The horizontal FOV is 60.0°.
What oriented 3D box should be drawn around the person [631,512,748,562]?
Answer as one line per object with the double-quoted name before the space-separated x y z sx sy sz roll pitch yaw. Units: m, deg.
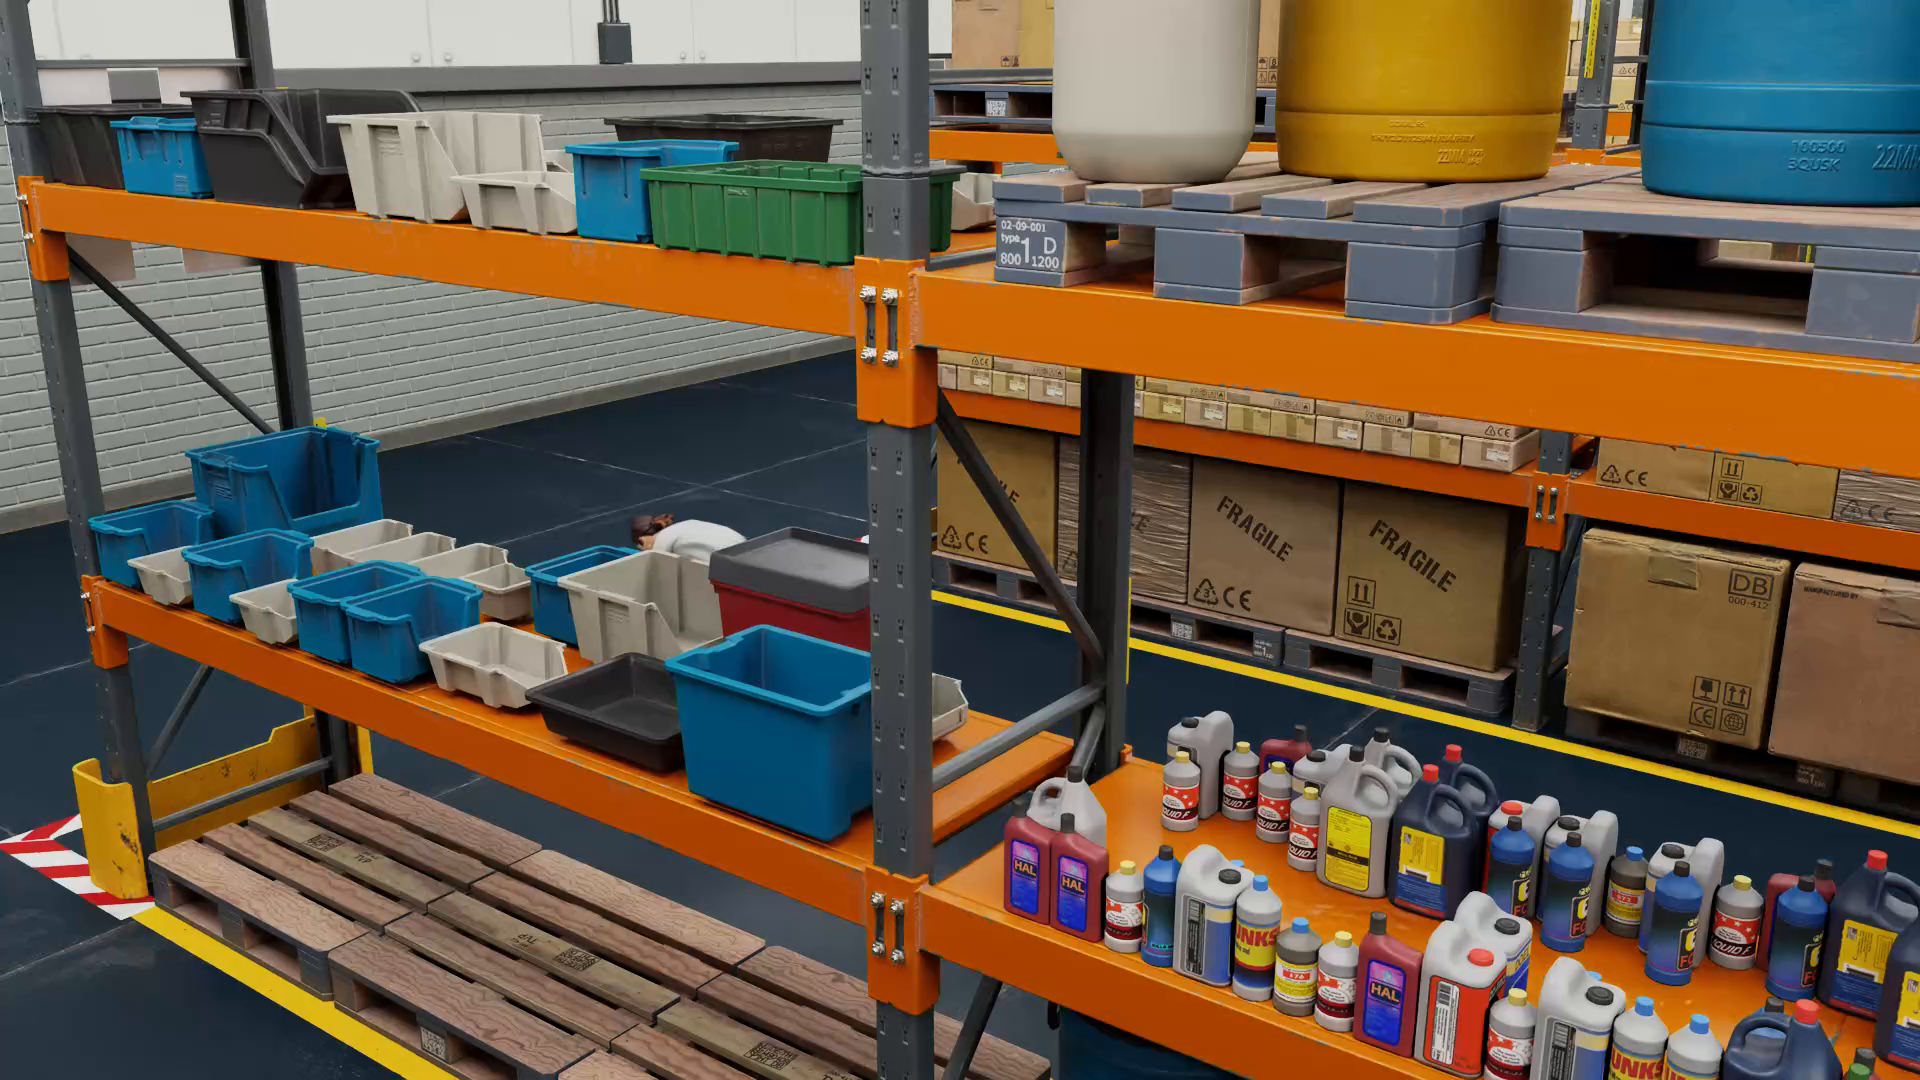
"person" -1.498 0.234 9.394 0.862 0.770 0.436 11 20 34
